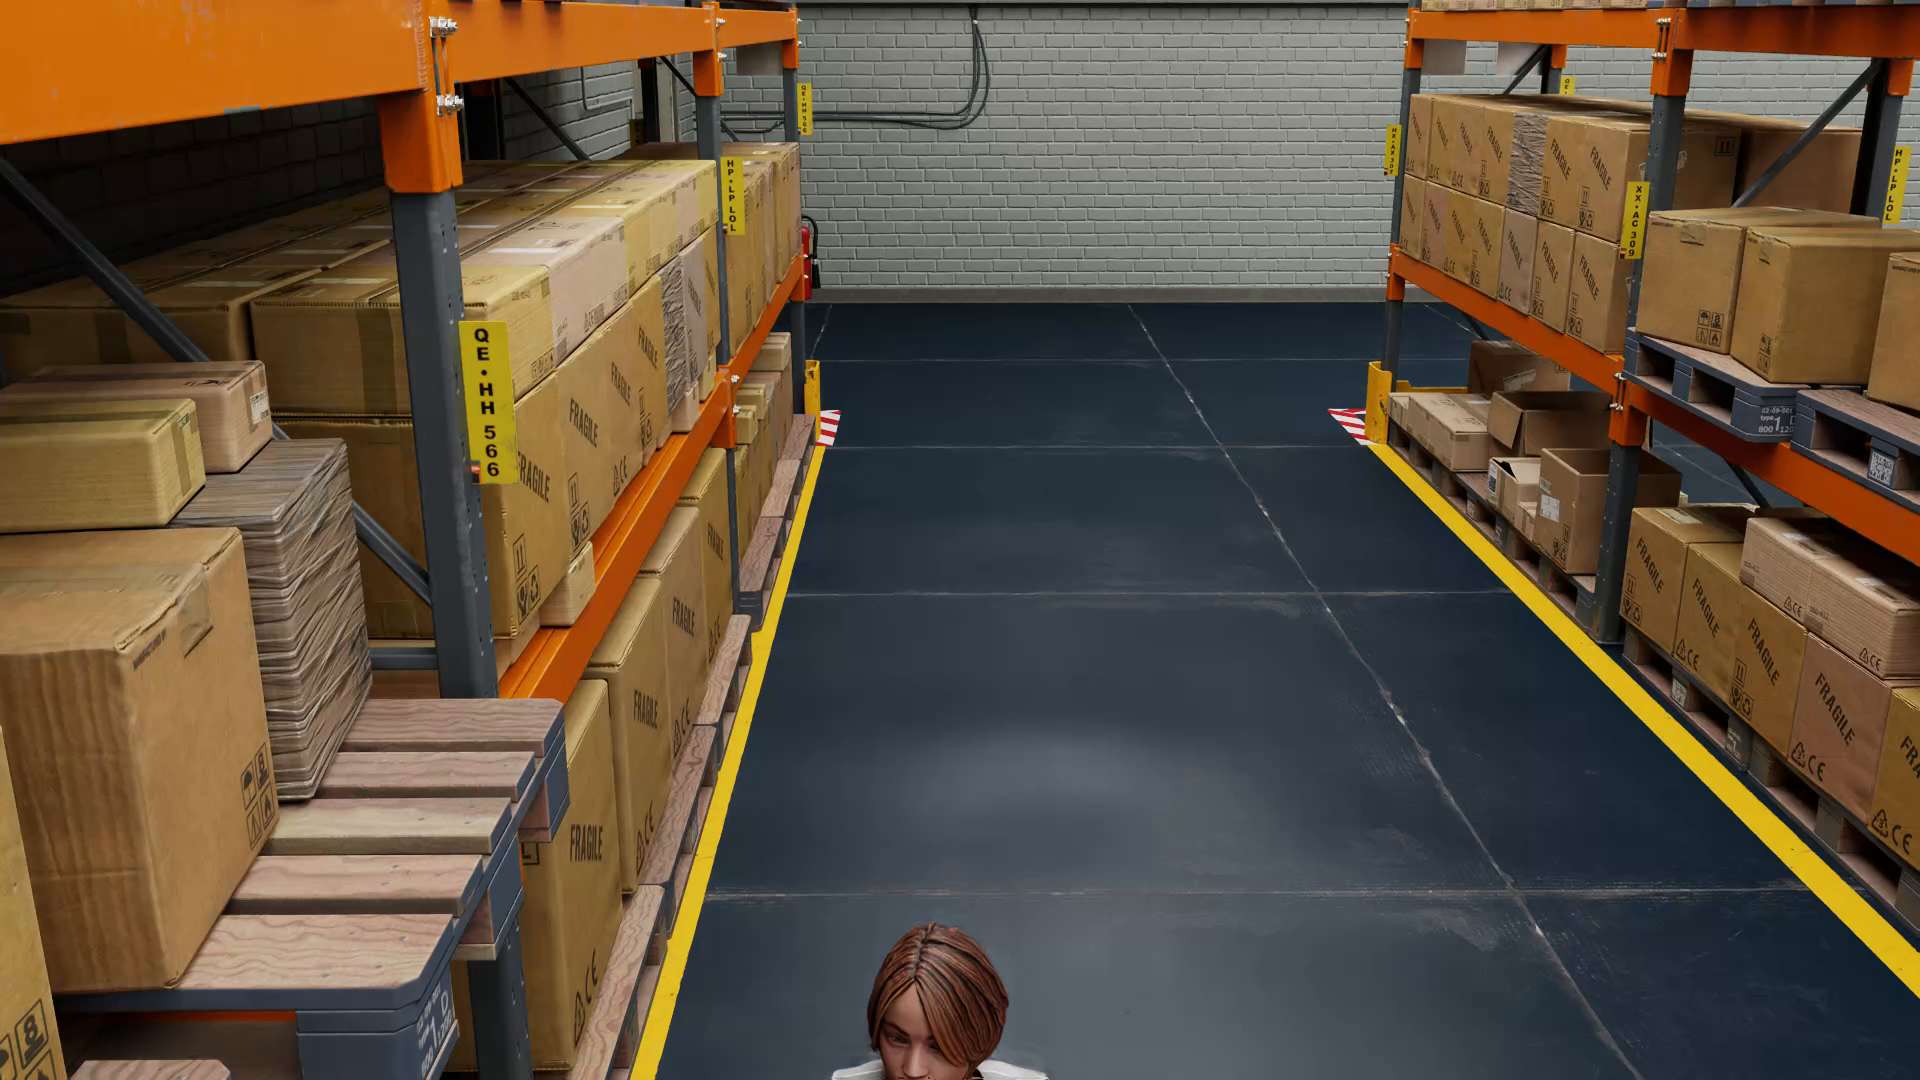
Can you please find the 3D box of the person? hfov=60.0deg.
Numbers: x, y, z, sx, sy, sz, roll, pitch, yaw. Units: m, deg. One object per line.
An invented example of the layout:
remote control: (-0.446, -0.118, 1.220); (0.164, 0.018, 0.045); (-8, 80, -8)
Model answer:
person: (-0.022, 1.281, 2.453); (0.419, 1.543, 0.938); (0, 17, -1)
